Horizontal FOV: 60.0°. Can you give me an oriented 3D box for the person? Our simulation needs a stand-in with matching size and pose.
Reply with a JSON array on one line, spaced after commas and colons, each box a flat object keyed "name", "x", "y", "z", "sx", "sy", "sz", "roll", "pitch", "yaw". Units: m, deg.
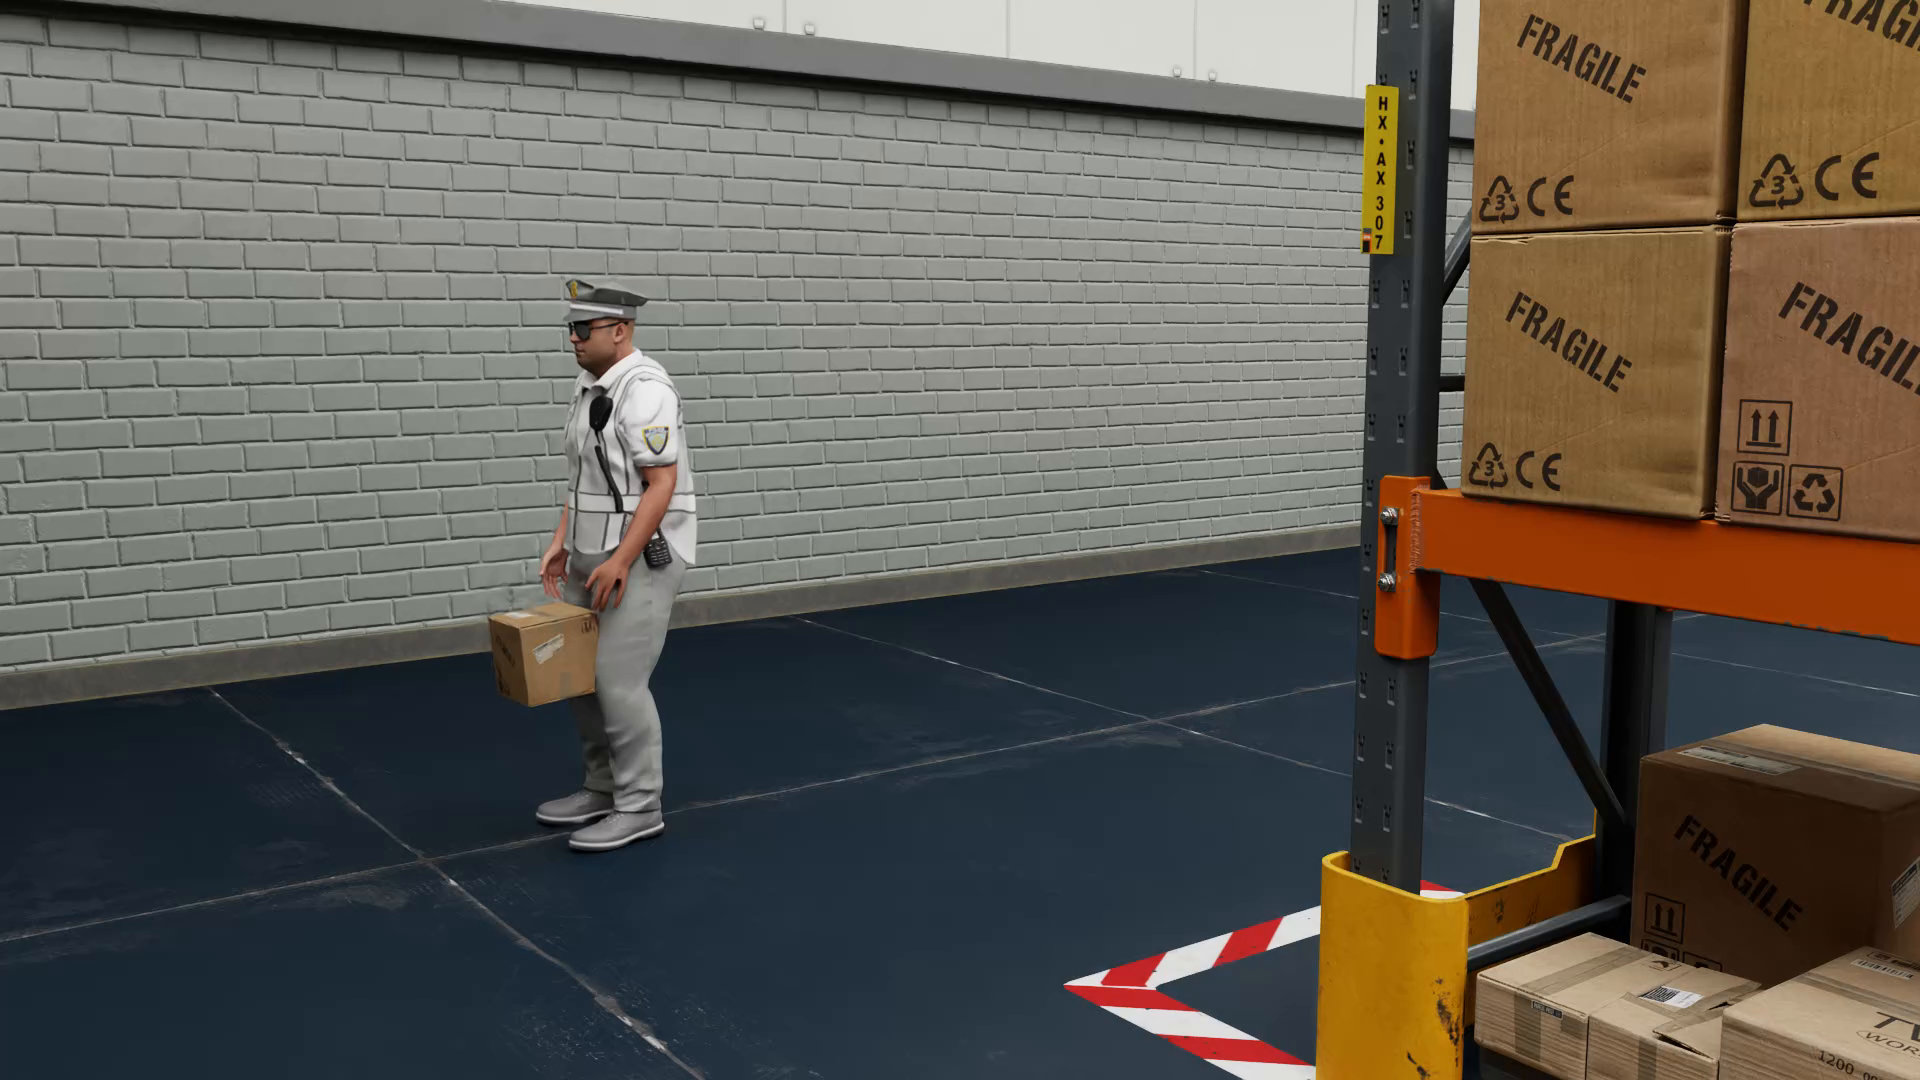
[{"name": "person", "x": -1.092, "y": 0.064, "z": 5.261, "sx": 0.472, "sy": 1.759, "sz": 0.554, "roll": -6, "pitch": 10, "yaw": -37}]
